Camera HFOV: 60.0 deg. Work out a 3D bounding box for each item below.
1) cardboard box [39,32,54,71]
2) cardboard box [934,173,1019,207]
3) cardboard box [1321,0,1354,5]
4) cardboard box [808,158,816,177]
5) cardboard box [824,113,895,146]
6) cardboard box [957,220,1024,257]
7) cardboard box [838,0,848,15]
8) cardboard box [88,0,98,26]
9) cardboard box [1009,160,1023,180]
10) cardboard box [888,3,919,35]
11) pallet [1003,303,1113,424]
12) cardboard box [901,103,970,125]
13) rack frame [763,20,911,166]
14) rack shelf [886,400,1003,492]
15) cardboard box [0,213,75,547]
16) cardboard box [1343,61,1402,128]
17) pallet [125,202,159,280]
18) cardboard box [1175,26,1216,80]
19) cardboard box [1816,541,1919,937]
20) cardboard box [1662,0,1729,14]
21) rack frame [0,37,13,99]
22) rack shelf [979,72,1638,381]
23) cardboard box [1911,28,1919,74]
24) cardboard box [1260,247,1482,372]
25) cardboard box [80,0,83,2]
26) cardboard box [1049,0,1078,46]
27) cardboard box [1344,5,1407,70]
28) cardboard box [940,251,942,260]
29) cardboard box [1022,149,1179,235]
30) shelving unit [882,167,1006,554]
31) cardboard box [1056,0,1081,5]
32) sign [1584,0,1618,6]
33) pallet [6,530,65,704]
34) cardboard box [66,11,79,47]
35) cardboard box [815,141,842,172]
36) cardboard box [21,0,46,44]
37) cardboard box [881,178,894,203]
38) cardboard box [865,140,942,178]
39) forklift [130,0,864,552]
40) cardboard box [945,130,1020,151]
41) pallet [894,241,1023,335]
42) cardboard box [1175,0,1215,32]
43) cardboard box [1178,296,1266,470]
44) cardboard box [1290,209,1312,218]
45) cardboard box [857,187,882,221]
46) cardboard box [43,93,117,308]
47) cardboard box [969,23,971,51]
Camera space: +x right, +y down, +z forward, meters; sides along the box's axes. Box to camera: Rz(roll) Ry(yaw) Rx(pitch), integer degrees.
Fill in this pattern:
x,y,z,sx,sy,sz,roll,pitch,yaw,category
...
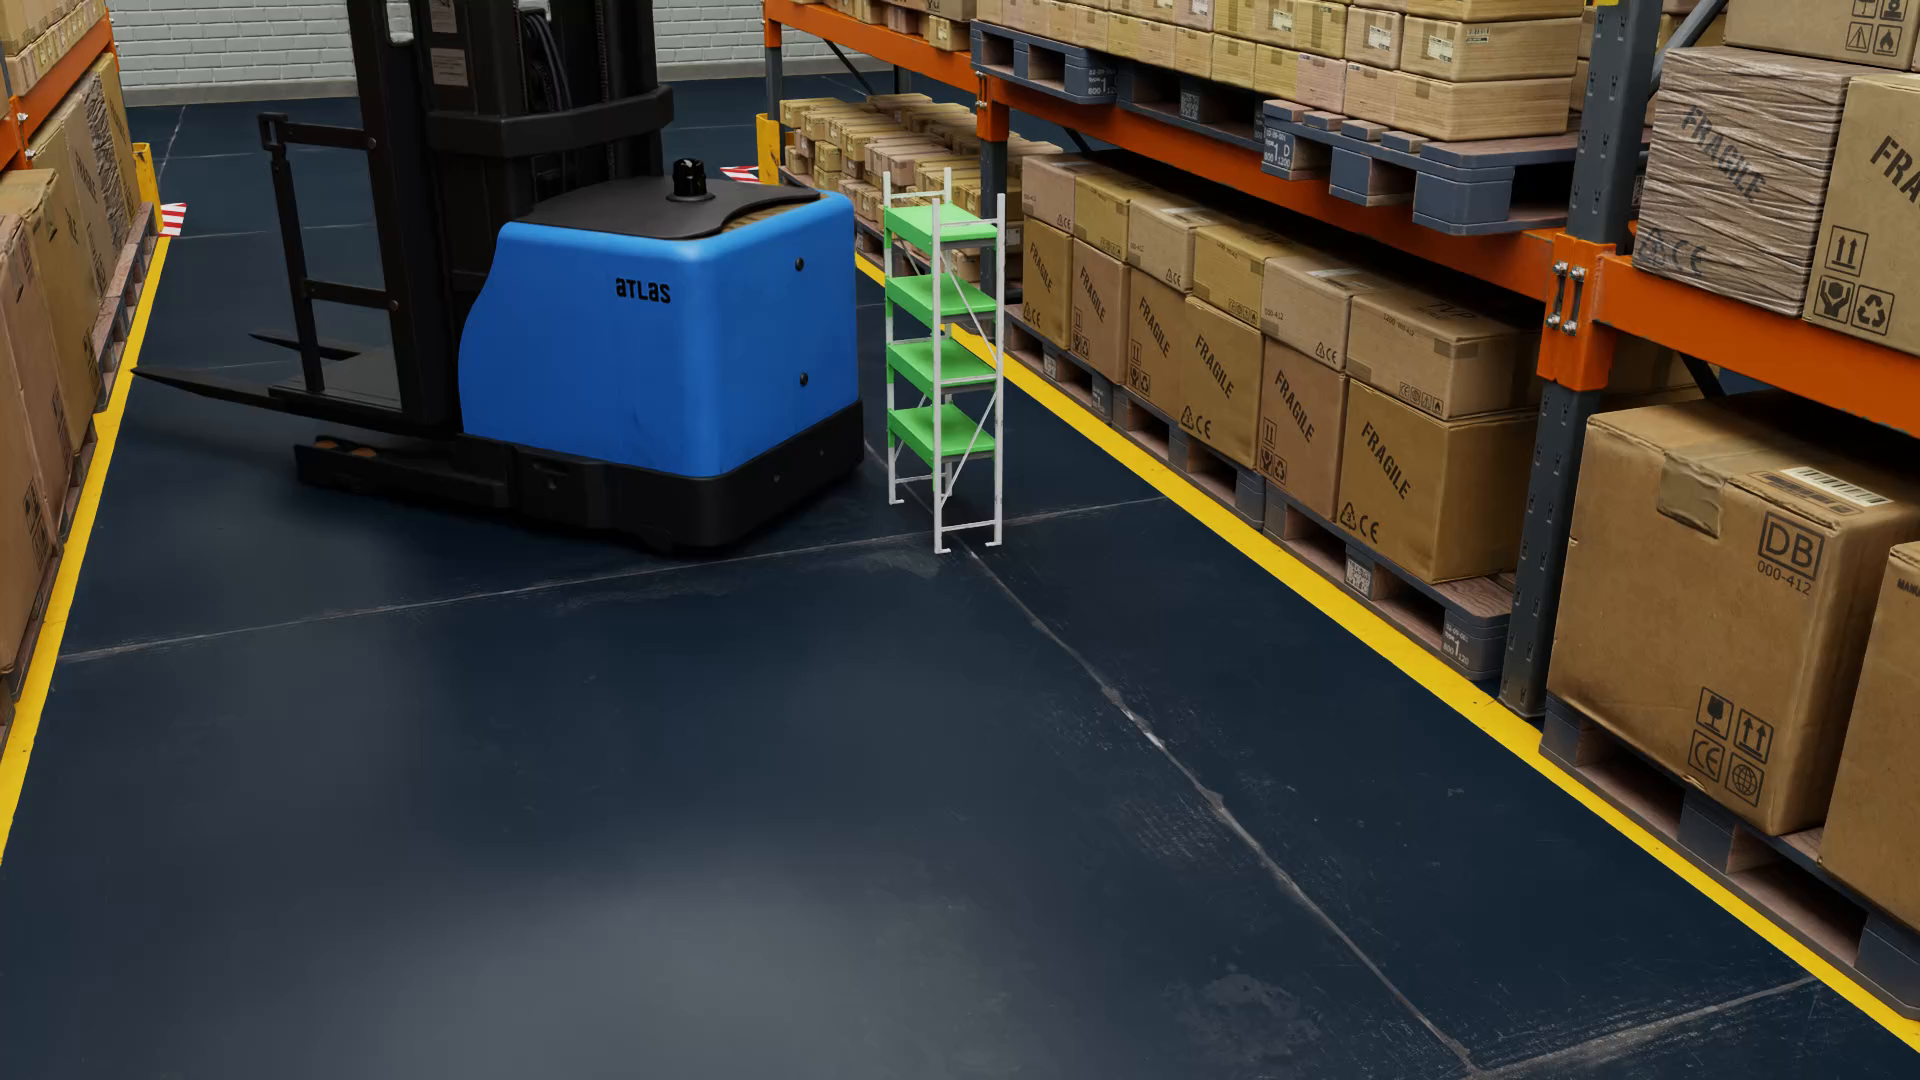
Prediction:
x,y,z,sx,sy,sz,roll,pitch,yaw,category
-4.165,-2.107,7.210,0.380,0.149,0.250,-9,24,-20,cardboard box
0.088,-1.762,8.432,0.380,0.149,0.250,-8,24,-18,cardboard box
1.216,-1.627,4.766,0.380,0.149,0.250,-8,24,-17,cardboard box
-0.774,-2.442,10.811,0.380,0.149,0.250,-8,24,-19,cardboard box
-0.617,-2.526,10.244,0.380,0.149,0.250,-10,25,-22,cardboard box
0.176,-1.515,8.228,0.380,0.149,0.250,-8,24,-18,cardboard box
-0.494,-3.139,9.659,0.380,0.149,0.250,-9,24,-20,cardboard box
-4.889,-2.850,8.974,0.380,0.149,0.250,-8,24,-19,cardboard box
0.479,-1.928,8.826,0.380,0.149,0.250,-9,24,-20,cardboard box
-0.159,-2.758,8.756,0.380,0.149,0.250,-9,25,-21,cardboard box
0.861,-0.859,7.517,1.003,0.211,1.213,-8,24,-19,pallet
-0.159,-2.701,10.660,0.380,0.149,0.250,-9,24,-20,cardboard box
-0.828,-3.880,11.094,1.000,3.000,0.127,-8,24,-19,rack frame
-0.058,-0.333,5.778,0.258,0.148,0.480,-8,24,-19,rack shelf
-3.530,-0.443,5.134,1.225,0.875,0.875,-9,25,-21,cardboard box
1.307,-1.258,4.655,0.380,0.149,0.250,-8,24,-19,cardboard box
-5.149,-1.672,9.444,1.003,0.211,1.213,-8,24,-19,pallet
0.945,-1.634,5.548,0.380,0.149,0.250,-8,24,-17,cardboard box
2.441,0.420,3.246,1.050,0.750,0.750,-8,24,-18,cardboard box
2.014,-1.521,4.514,0.380,0.149,0.250,-8,24,-19,cardboard box
-4.091,-1.783,6.118,1.000,3.000,0.127,-8,24,-19,rack frame
1.291,-1.369,6.061,1.077,0.370,4.000,-8,24,-19,rack shelf
2.327,-1.132,3.158,0.700,0.500,0.500,-9,24,-20,cardboard box
1.322,-0.755,5.392,0.500,0.250,0.500,-8,24,-18,cardboard box
-4.906,-2.980,8.769,0.500,0.250,0.500,-9,24,-20,cardboard box
0.569,-2.016,6.453,0.380,0.149,0.250,-8,24,-18,cardboard box
1.301,-1.402,4.614,0.380,0.149,0.250,-7,24,-17,cardboard box
0.114,-1.508,8.596,0.380,0.149,0.250,-8,24,-18,cardboard box
0.599,-1.509,7.181,0.500,0.250,0.500,-9,25,-21,cardboard box
-0.058,-0.613,5.660,0.258,1.200,0.503,-8,24,-19,shelving unit
0.571,-2.153,6.397,0.380,0.149,0.250,-9,25,-21,cardboard box
1.493,-1.393,3.803,0.100,0.325,0.005,-8,24,-19,sign
-3.313,0.216,4.966,1.003,0.211,1.213,-8,24,-19,pallet
-4.531,-2.481,8.098,0.380,0.149,0.250,-8,24,-18,cardboard box
-0.681,-2.379,10.280,0.380,0.149,0.250,-8,24,-17,cardboard box
-4.183,-2.239,7.010,0.500,0.250,0.500,-8,24,-19,cardboard box
-0.223,-2.001,9.382,0.380,0.149,0.250,-10,25,-21,cardboard box
-0.314,-2.138,9.325,0.380,0.149,0.250,-9,25,-21,cardboard box
-1.914,-1.694,5.996,3.031,2.935,1.130,11,25,25,forklift
0.129,-2.306,9.722,0.380,0.149,0.250,-8,24,-19,cardboard box
0.314,-1.381,8.755,1.003,0.211,1.213,-8,24,-19,pallet
0.939,-1.774,5.496,0.380,0.149,0.250,-8,24,-18,cardboard box
1.139,-0.597,5.983,0.500,0.500,0.500,-9,25,-21,cardboard box
1.453,-1.199,6.446,0.500,0.250,0.500,-9,25,-21,cardboard box
-0.384,-1.966,9.681,0.380,0.149,0.250,-8,24,-19,cardboard box
-4.567,-1.575,7.820,0.875,0.875,0.875,-8,24,-19,cardboard box
0.265,-2.383,7.865,0.380,0.149,0.250,-9,24,-20,cardboard box
